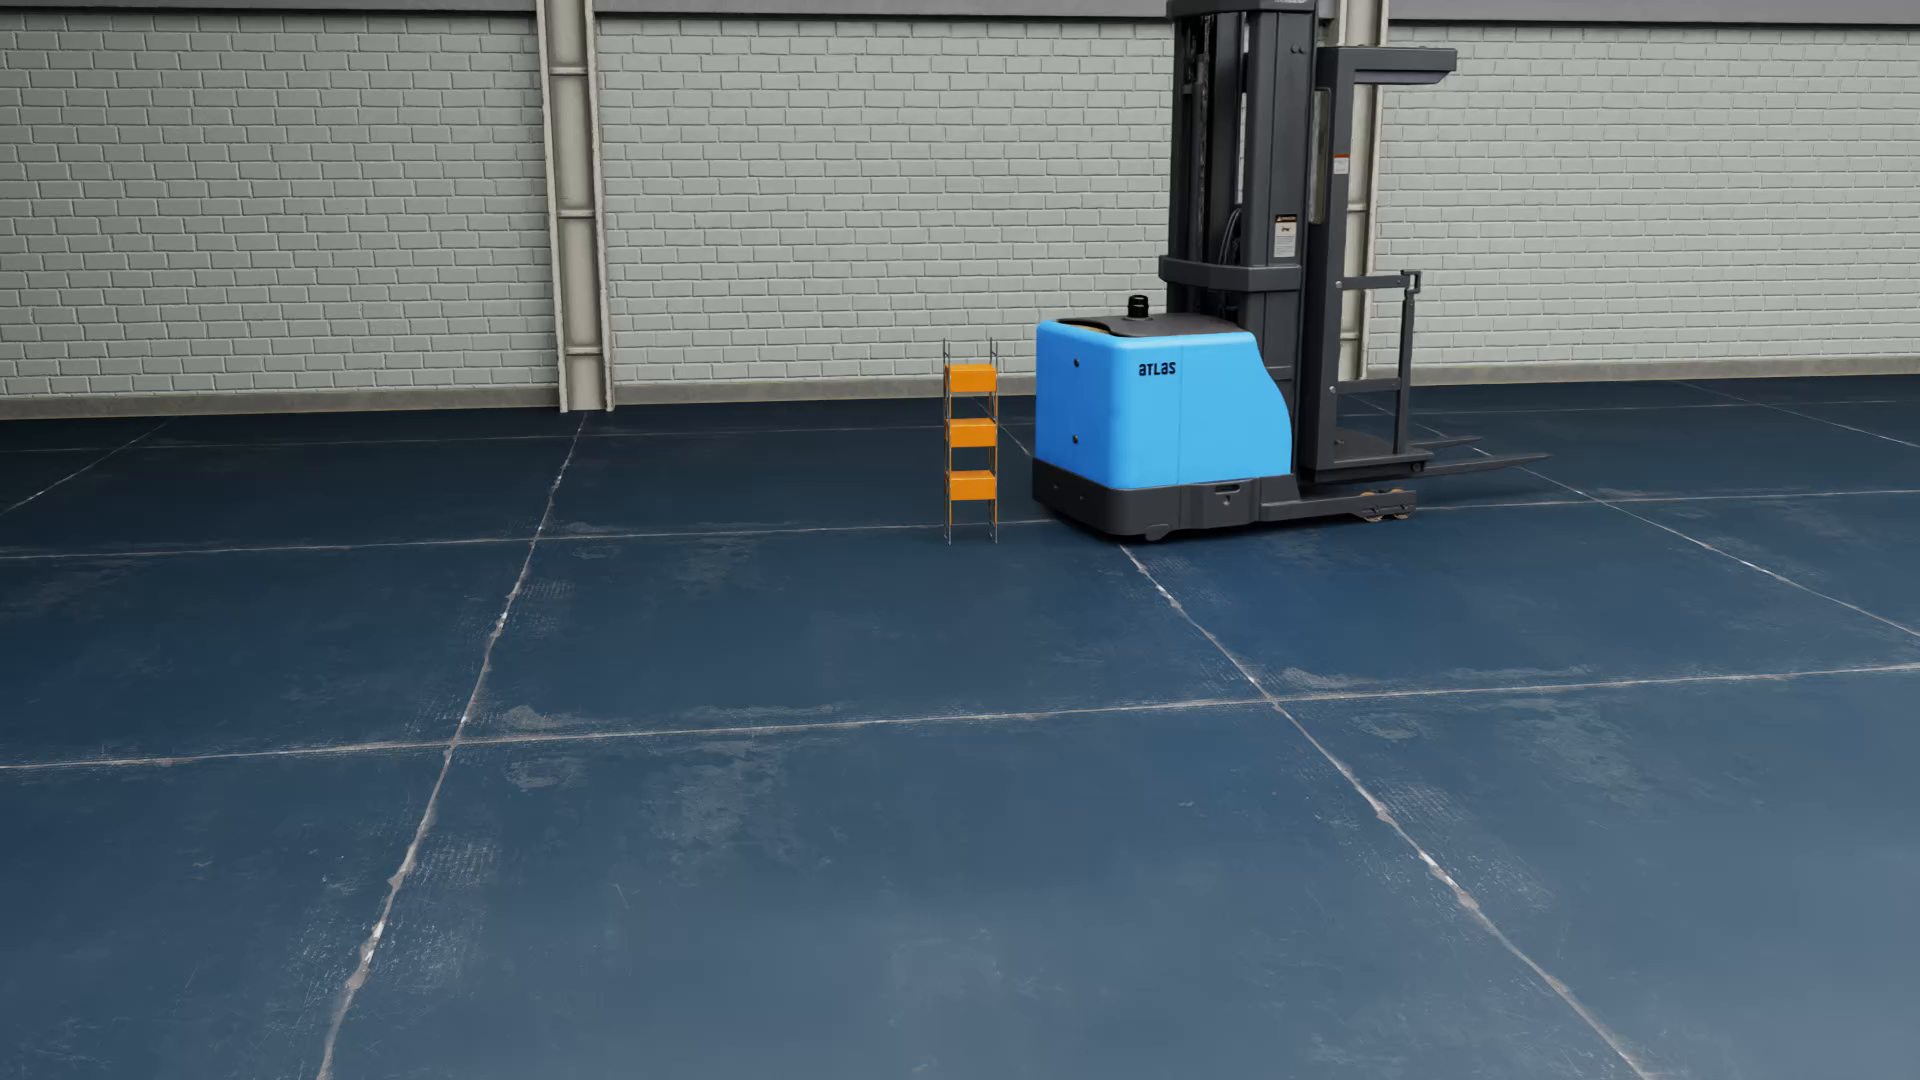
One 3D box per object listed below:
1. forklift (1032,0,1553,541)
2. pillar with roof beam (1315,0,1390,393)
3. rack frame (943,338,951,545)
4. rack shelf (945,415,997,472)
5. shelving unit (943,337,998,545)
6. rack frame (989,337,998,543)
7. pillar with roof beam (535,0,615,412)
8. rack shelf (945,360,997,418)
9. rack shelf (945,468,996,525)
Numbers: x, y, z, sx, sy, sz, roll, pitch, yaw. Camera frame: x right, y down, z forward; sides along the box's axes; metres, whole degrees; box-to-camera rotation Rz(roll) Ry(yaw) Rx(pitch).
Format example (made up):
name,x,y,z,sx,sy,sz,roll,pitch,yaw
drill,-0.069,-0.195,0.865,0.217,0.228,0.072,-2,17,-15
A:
name,x,y,z,sx,sy,sz,roll,pitch,yaw
forklift,1.970,-1.629,9.194,3.031,2.935,1.130,-6,15,-23
pillar with roof beam,3.721,-4.557,8.394,0.400,9.000,9.100,-2,14,-8
rack frame,-0.068,-0.507,8.584,0.008,1.050,0.200,-2,14,-8
rack shelf,0.053,-0.501,8.604,0.240,0.259,0.215,-2,14,-8
shelving unit,0.053,-0.511,8.602,0.252,1.050,0.215,-2,14,-8
rack frame,0.174,-0.516,8.619,0.008,1.050,0.200,-2,14,-8
pillar with roof beam,-2.212,-4.340,7.527,0.400,9.000,9.100,-2,14,-8
rack shelf,0.053,-0.776,8.535,0.240,0.259,0.215,-2,14,-8
rack shelf,0.053,-0.231,8.672,0.240,0.259,0.215,-2,14,-8
